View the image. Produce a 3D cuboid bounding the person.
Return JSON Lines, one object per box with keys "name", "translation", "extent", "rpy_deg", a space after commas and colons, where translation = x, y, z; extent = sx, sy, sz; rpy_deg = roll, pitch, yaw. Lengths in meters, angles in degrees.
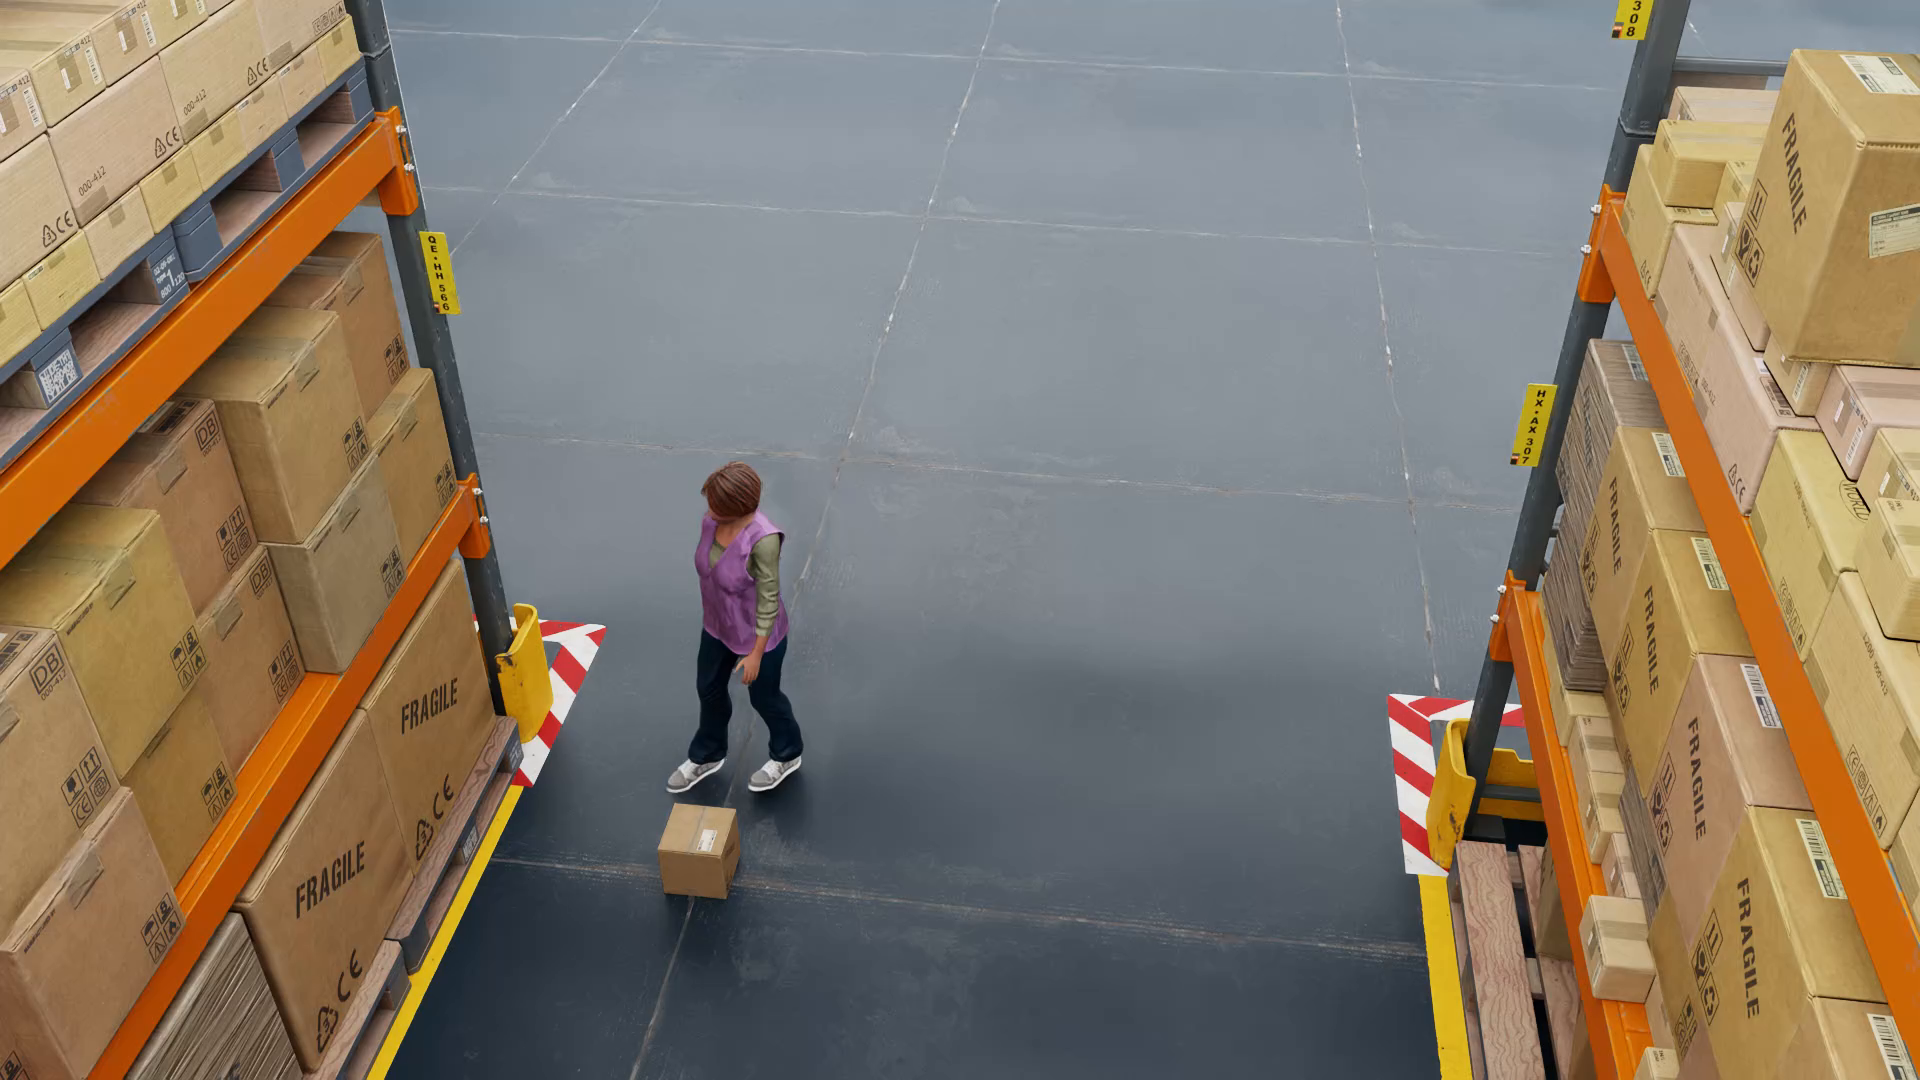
{"name": "person", "translation": [-0.905, 0.380, 6.525], "extent": [0.473, 1.606, 0.518], "rpy_deg": [29, 46, 33]}
